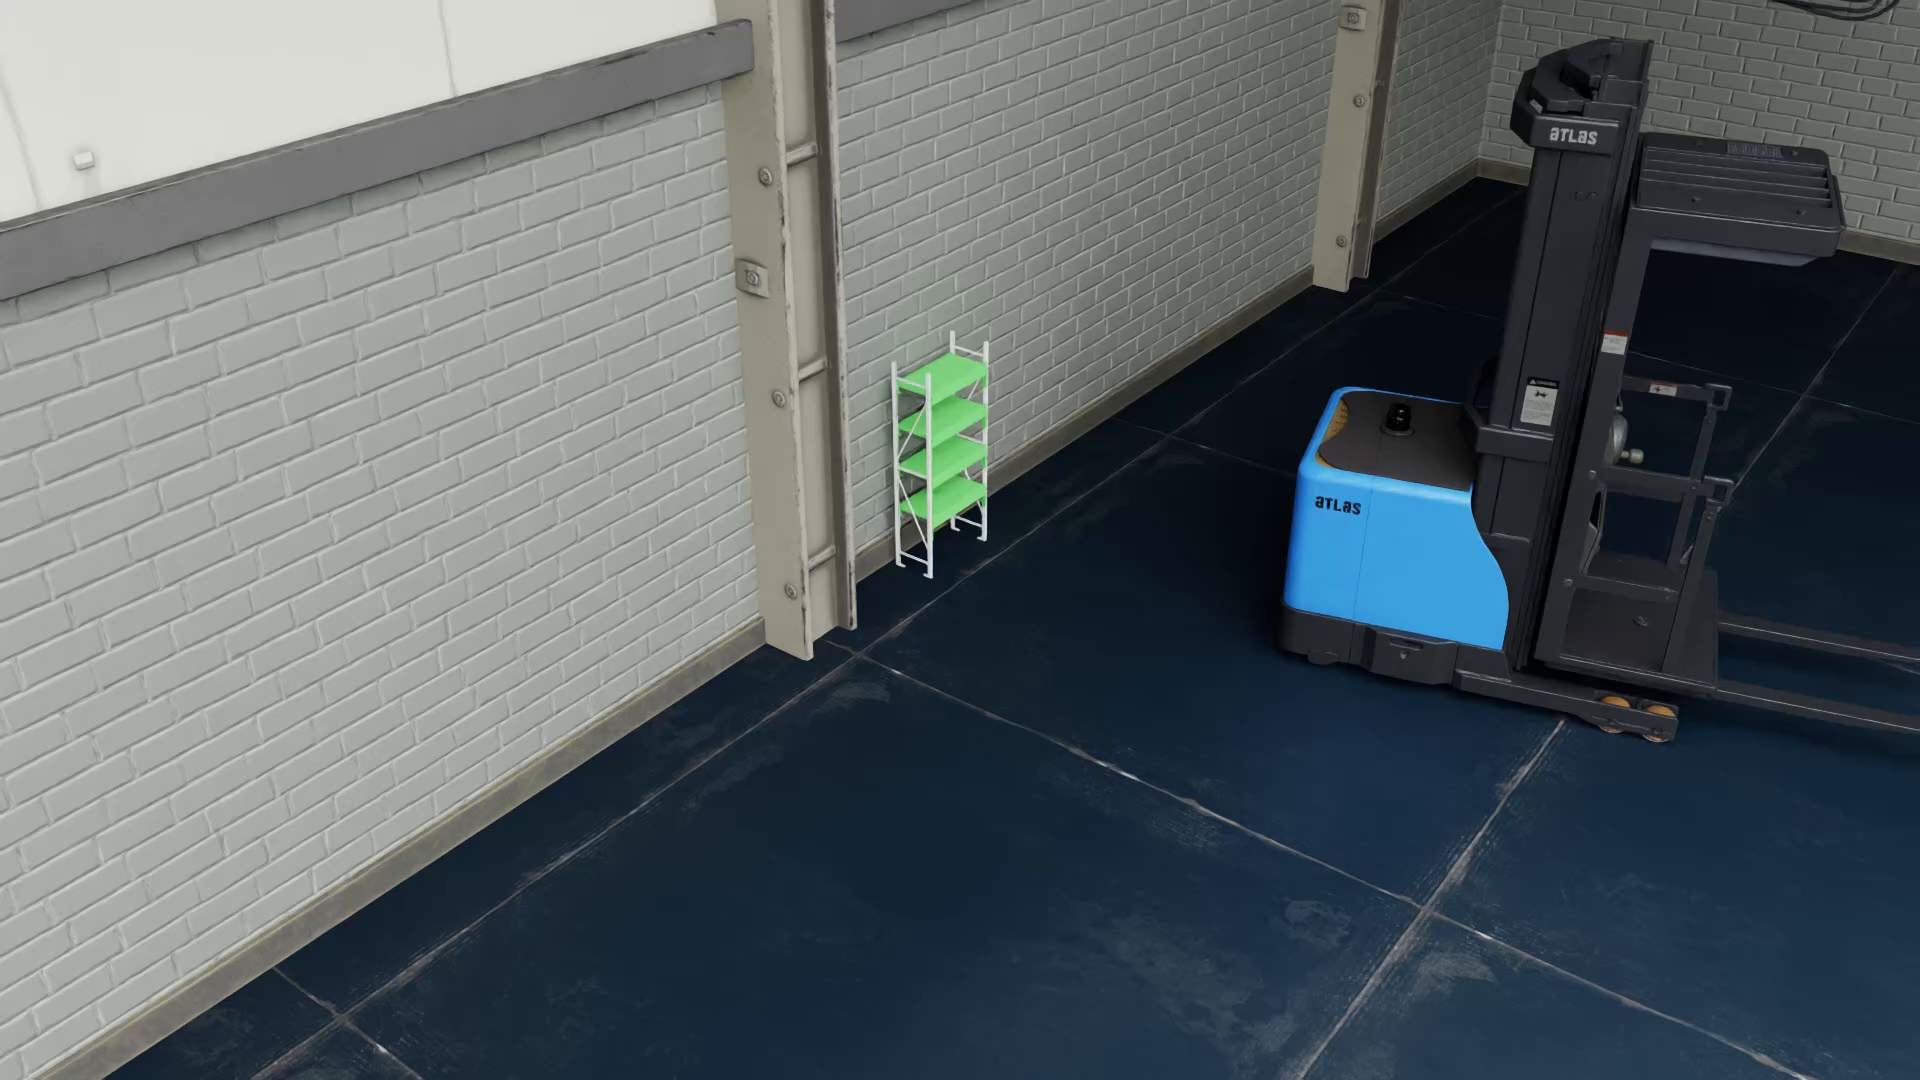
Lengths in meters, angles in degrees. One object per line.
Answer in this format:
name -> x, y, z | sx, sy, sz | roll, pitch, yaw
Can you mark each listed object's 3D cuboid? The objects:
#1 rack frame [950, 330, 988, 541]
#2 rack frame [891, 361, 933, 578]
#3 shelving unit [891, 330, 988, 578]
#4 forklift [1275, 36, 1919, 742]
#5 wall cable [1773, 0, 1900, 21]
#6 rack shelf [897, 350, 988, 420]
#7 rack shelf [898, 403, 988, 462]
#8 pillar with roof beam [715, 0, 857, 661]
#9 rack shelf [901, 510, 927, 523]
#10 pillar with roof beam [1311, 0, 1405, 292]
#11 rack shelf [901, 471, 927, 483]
rack frame -> 0.047, -0.548, 8.998 | 0.240, 1.200, 0.015 | 21, 37, 31
rack frame -> -0.247, -0.350, 8.663 | 0.240, 1.200, 0.015 | 21, 37, 31
shelving unit -> -0.100, -0.449, 8.831 | 0.258, 1.200, 0.503 | 21, 37, 31
forklift -> 3.138, -0.636, 7.448 | 3.031, 2.935, 1.130 | 11, 32, 18
wall cable -> 5.692, -5.292, 12.398 | 3.097, 2.526, 0.112 | 21, 37, 31
rack shelf -> -0.100, -0.807, 8.618 | 0.258, 0.148, 0.480 | 21, 37, 31
rack shelf -> -0.100, -0.600, 8.741 | 0.258, 0.148, 0.480 | 21, 37, 31
pillar with roof beam -> 2.670, -2.073, 3.922 | 9.100, 9.000, 0.400 | 21, 37, 31
rack shelf -> -0.100, -0.212, 8.971 | 0.199, 0.029, 0.442 | 21, 37, 31
pillar with roof beam -> 6.292, -4.512, 8.037 | 9.100, 9.000, 0.400 | 21, 37, 31
rack shelf -> -0.100, -0.419, 8.849 | 0.199, 0.029, 0.442 | 21, 37, 31
